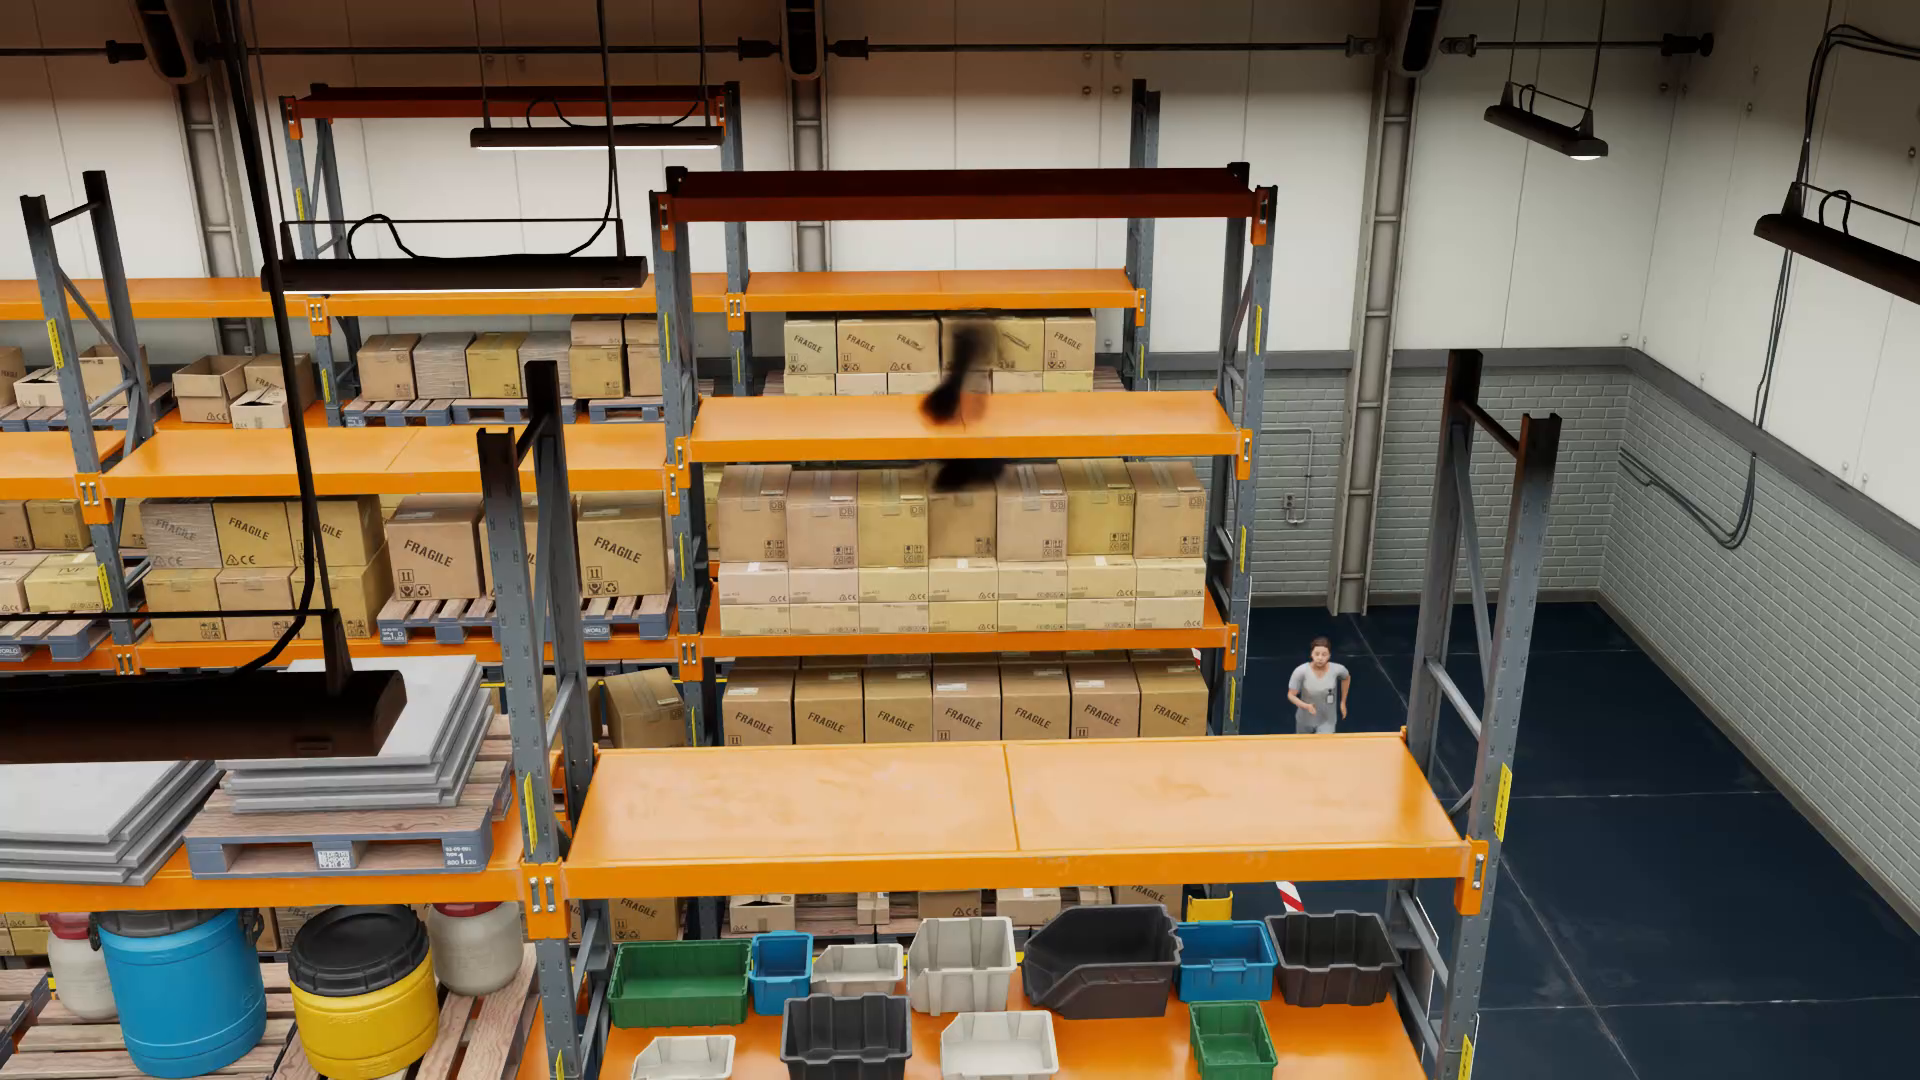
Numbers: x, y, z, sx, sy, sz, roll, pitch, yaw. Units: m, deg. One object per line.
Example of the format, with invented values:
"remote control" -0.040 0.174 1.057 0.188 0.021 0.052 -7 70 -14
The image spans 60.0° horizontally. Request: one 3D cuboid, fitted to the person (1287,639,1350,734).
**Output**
"person" 3.175 1.649 14.839 0.544 1.717 0.855 4 23 10
